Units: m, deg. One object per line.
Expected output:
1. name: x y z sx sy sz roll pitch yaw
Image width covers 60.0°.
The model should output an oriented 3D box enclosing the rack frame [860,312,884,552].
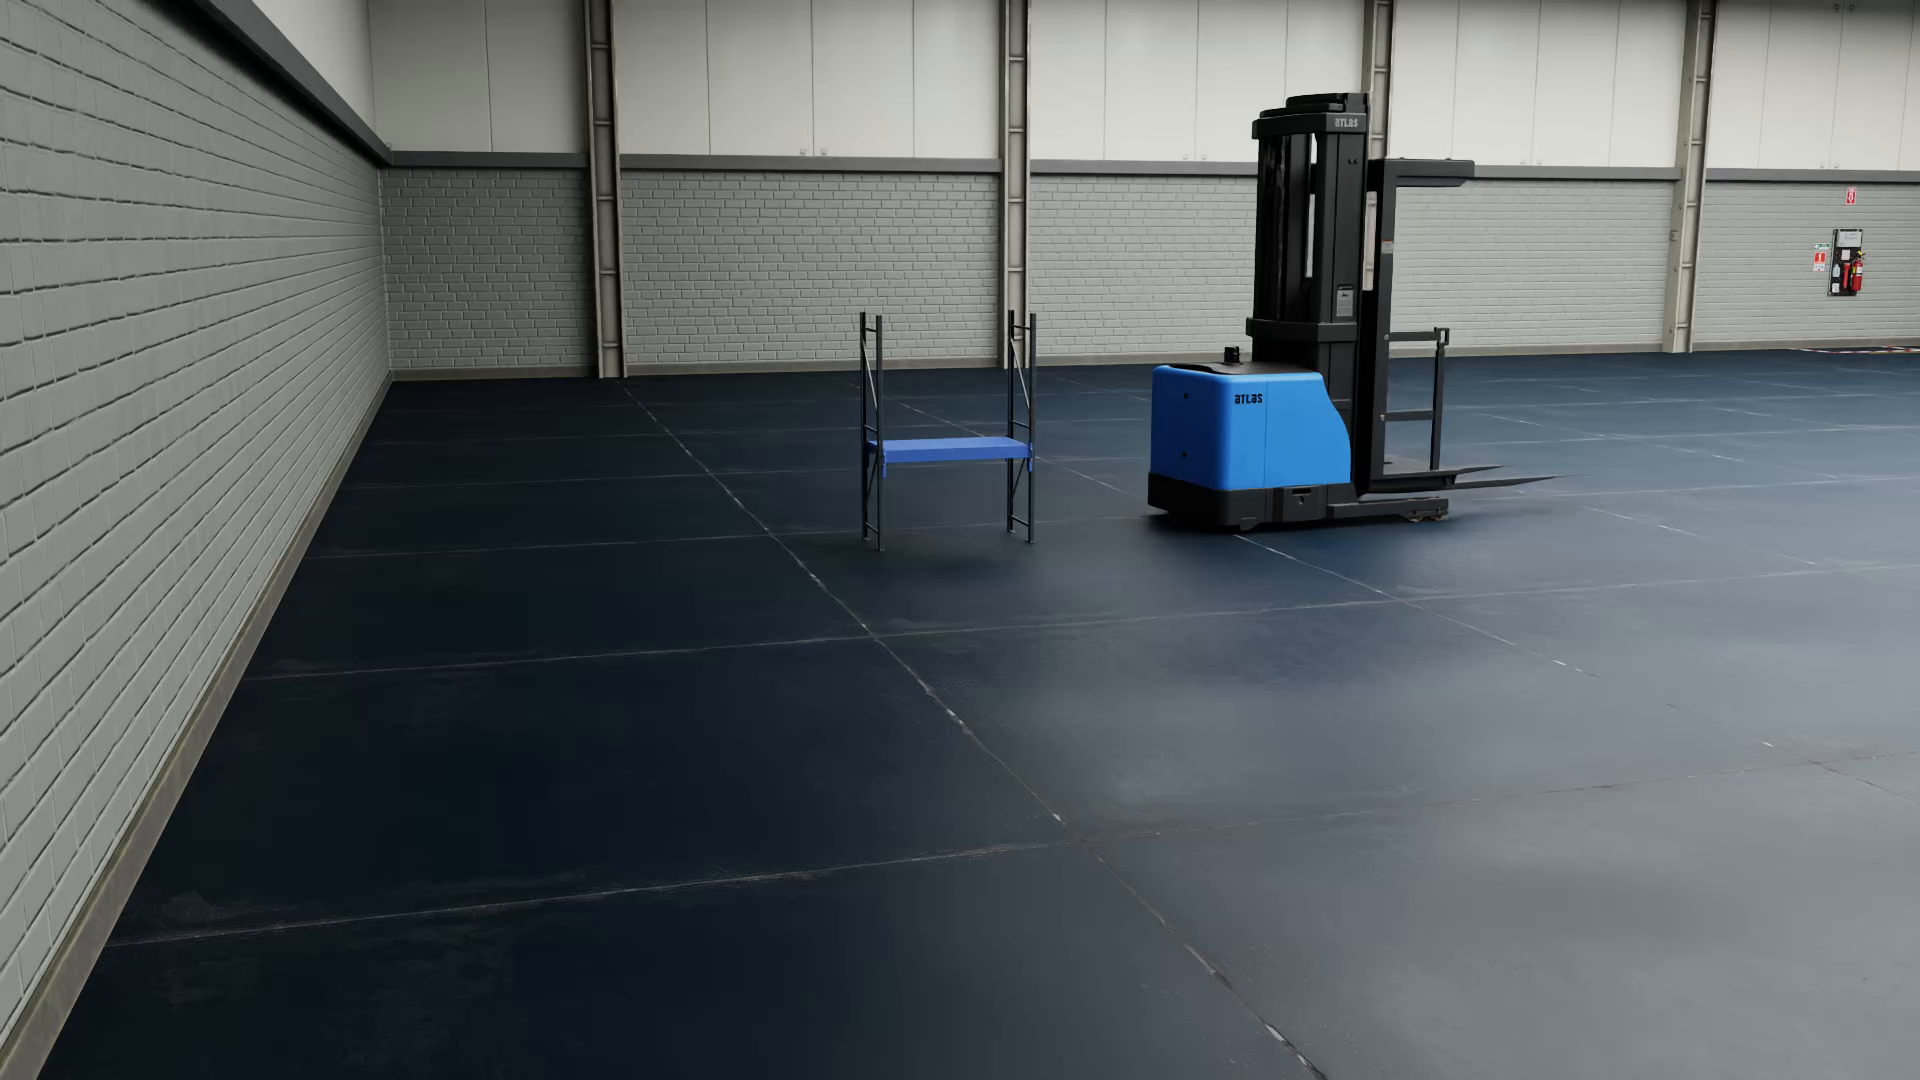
1. rack frame: -0.570 -0.708 10.747 0.032 1.500 0.500 -3 11 -16

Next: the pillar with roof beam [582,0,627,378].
1. pillar with roof beam: -3.749 -6.003 18.798 0.400 9.000 9.100 -3 11 -16

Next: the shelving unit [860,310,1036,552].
1. shelving unit: -0.082 -0.733 10.887 1.048 1.500 0.538 -3 11 -16

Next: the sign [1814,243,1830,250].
1. sign: 15.155 -5.164 29.248 0.331 0.109 0.001 -3 11 -16

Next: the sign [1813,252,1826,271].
1. sign: 15.148 -4.904 29.303 0.234 0.329 0.001 -3 11 -16

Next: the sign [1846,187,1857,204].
1. sign: 15.672 -6.054 29.242 0.199 0.298 0.001 -3 11 -16

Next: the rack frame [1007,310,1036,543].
1. rack frame: 0.406 -0.759 11.027 0.032 1.500 0.500 -3 11 -16

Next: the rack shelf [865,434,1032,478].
1. rack shelf: -0.082 -0.556 10.920 1.000 0.185 0.538 -3 11 -16

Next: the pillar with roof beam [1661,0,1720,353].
1. pillar with roof beam: 13.534 -6.914 23.746 0.400 9.000 9.100 -3 11 -16

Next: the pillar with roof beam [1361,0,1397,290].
1. pillar with roof beam: 7.773 -6.610 22.097 0.400 9.000 9.100 -3 11 -16

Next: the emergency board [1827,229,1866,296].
1. emergency board: 15.708 -4.897 29.360 0.643 1.169 0.194 -3 11 -16

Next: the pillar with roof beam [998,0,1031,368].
1. pillar with roof beam: 2.012 -6.306 20.448 0.400 9.000 9.100 -3 11 -16

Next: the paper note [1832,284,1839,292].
1. paper note: 15.519 -4.467 29.457 0.142 0.148 0.016 -3 11 -16

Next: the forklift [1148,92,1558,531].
1. forklift: 2.927 -1.651 11.918 3.031 2.935 1.130 -4 11 -21
